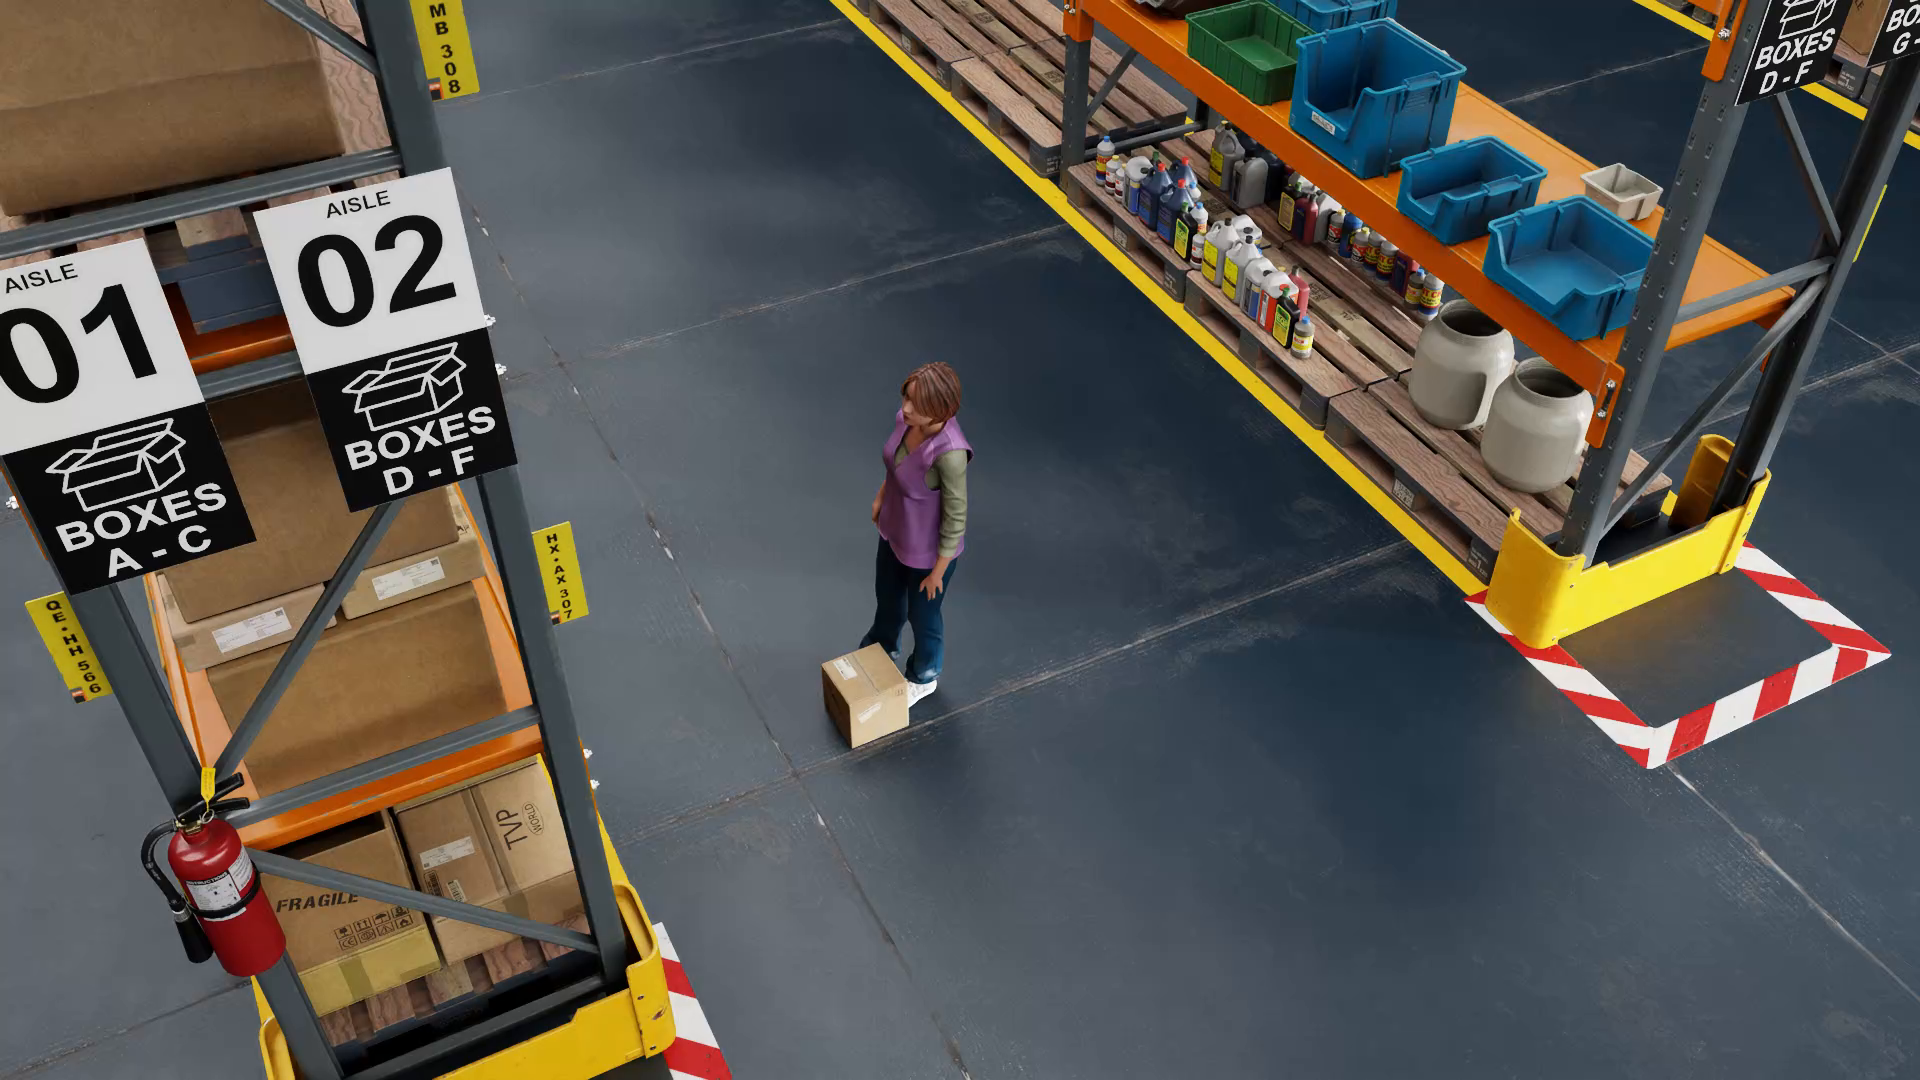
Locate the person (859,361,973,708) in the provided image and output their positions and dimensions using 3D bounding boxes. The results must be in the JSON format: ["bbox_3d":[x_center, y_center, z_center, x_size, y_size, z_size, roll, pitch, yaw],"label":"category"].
[{"bbox_3d":[-0.222,0.021,6.130,0.472,1.599,0.521,-19,45,-20],"label":"person"}]
